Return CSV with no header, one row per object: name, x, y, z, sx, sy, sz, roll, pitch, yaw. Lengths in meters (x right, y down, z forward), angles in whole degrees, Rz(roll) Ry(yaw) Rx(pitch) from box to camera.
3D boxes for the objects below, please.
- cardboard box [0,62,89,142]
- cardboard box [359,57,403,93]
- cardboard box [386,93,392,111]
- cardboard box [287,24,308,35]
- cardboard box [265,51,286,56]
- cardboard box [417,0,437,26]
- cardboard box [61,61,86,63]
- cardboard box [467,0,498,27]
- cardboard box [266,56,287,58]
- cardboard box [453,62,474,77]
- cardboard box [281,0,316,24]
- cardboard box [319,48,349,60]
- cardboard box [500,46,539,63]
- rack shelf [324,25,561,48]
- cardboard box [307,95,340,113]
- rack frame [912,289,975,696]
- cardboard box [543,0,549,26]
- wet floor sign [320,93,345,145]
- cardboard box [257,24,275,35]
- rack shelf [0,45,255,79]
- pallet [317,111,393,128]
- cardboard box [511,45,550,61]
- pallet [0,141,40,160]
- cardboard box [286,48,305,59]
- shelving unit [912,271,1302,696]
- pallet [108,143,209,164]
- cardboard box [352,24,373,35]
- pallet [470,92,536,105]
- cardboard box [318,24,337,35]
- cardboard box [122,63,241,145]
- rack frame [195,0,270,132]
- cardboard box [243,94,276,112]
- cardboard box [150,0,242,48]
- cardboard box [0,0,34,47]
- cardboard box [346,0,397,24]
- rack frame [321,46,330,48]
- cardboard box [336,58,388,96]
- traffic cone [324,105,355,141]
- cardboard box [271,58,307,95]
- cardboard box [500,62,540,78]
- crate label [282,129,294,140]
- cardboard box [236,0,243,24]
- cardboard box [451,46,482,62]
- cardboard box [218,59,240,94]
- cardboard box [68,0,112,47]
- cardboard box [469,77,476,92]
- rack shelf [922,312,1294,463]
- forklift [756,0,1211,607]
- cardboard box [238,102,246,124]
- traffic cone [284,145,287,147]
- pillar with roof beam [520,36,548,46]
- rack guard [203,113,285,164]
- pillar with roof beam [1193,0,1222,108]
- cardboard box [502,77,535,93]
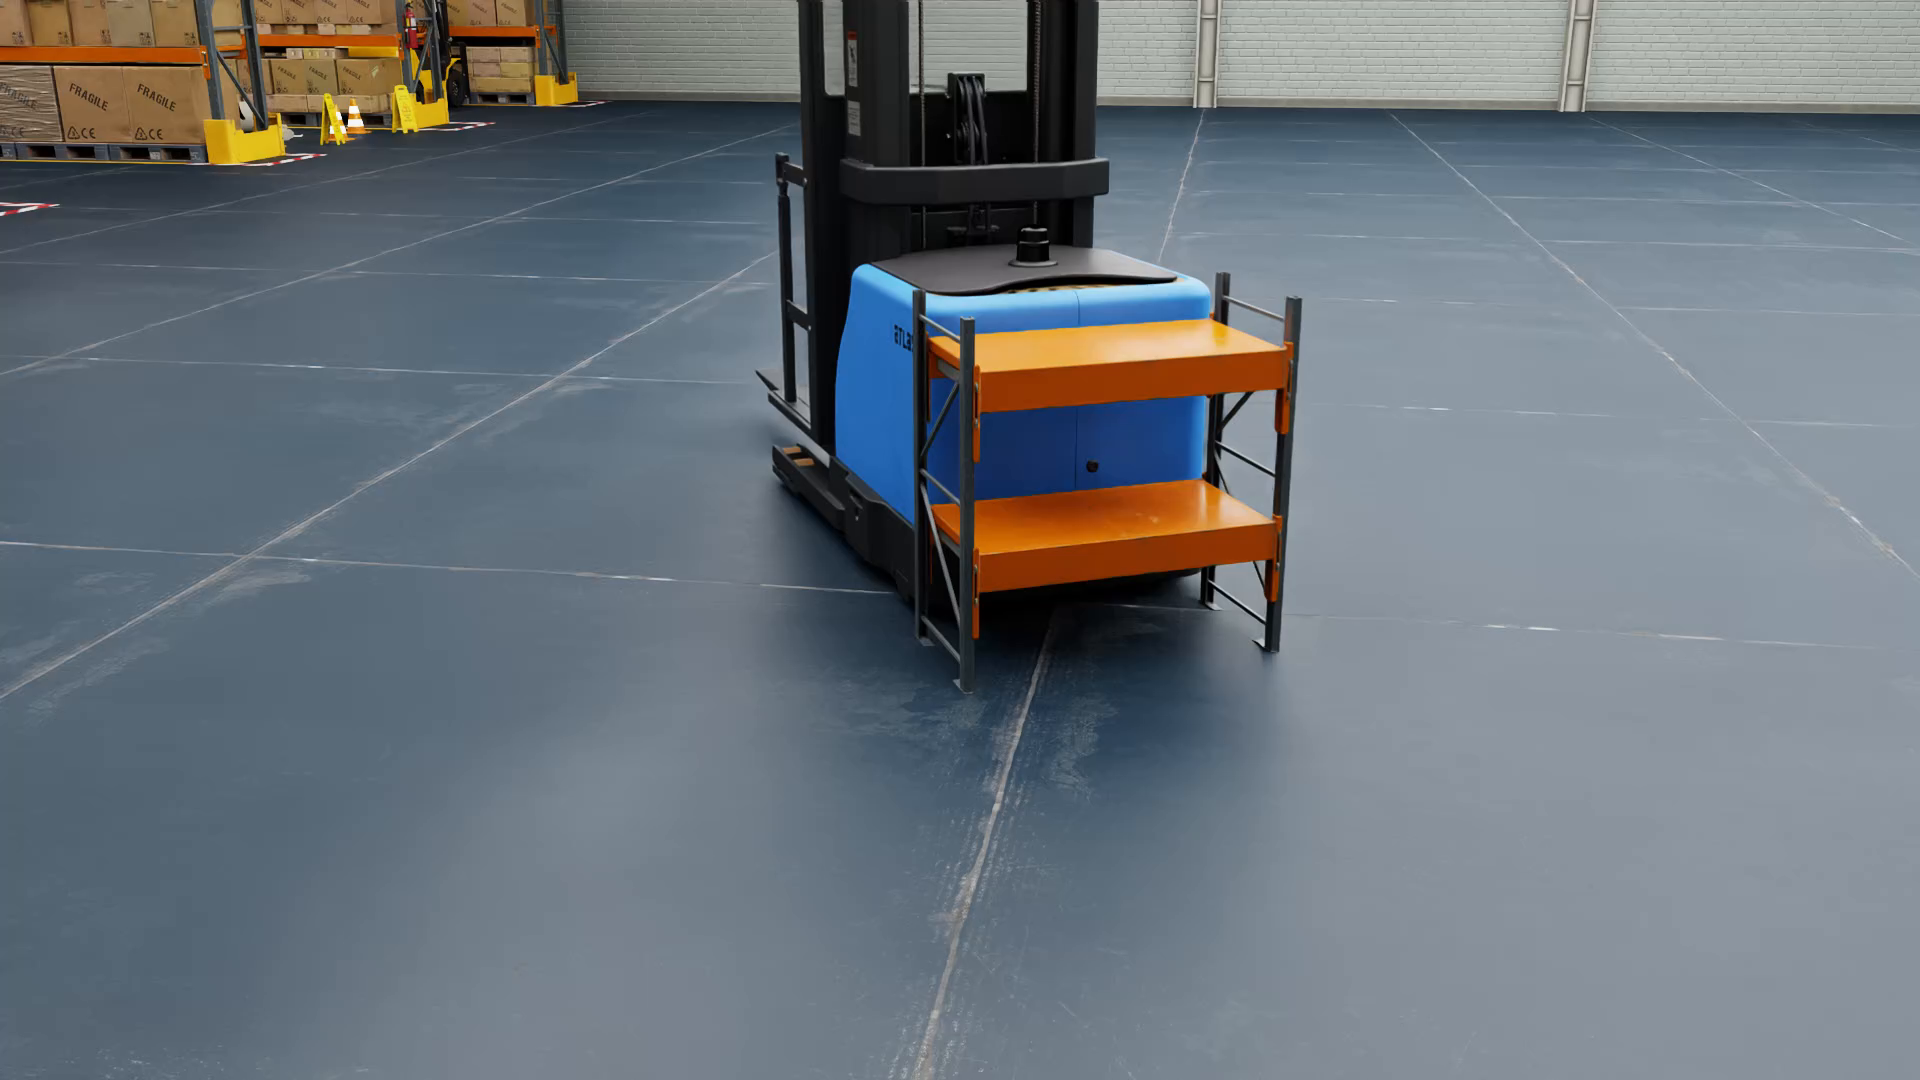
cardboard box,-11.032,-5.300,20.102,0.875,0.875,0.875,3,19,9
cardboard box,-8.674,-6.940,24.806,0.500,0.500,0.500,2,19,7
cardboard box,-8.650,-6.583,24.922,0.500,0.250,0.500,3,19,8
cardboard box,-9.575,-7.436,24.195,0.250,0.149,0.380,3,19,8
cardboard box,-12.345,-8.454,29.924,0.625,0.625,0.875,3,19,8
cardboard box,-9.157,-9.182,28.861,0.500,0.500,0.500,3,19,9
cardboard box,-15.957,-8.515,30.301,0.500,0.500,0.500,3,19,8
cardboard box,-8.152,-9.135,28.719,0.500,0.500,0.500,4,19,10
cardboard box,-10.214,-7.017,25.036,0.500,0.500,0.500,4,19,12
cardboard box,-8.651,-8.223,29.035,0.500,0.250,0.500,2,19,7
cardboard box,-9.464,-7.743,24.091,0.500,0.500,0.500,3,19,8
cardboard box,-9.103,-7.075,24.189,0.250,0.149,0.380,3,19,10
cardboard box,-7.618,-8.411,28.809,0.500,0.250,0.500,4,19,10
rack shelf,-9.089,-8.875,29.235,4.000,0.370,1.077,3,19,9
cardboard box,-9.249,-6.441,24.497,0.500,0.250,0.500,3,19,9
rack frame,-0.051,-0.149,4.975,0.032,1.125,0.500,-6,19,-18
cardboard box,-7.559,-9.275,29.139,0.500,0.500,0.500,4,19,10
wet floor sign,-8.240,-5.507,21.745,0.232,0.644,0.267,0,19,-1
cardboard box,-10.072,-7.455,24.253,0.250,0.149,0.380,3,19,8
rack shelf,-10.558,-5.764,19.937,4.000,0.370,1.077,3,19,9
pallet,-8.769,-6.294,24.781,1.213,0.211,1.003,3,19,9
cardboard box,-7.559,-8.569,29.281,0.500,0.250,0.500,3,19,8
pallet,-11.794,-4.821,20.379,1.213,0.211,1.003,3,19,9
cardboard box,-9.611,-7.103,24.271,0.250,0.149,0.380,4,19,11
shelving unit,0.431,-0.200,5.128,1.048,1.125,0.538,-6,19,-18
pallet,-9.385,-4.698,20.012,1.213,0.211,1.003,3,19,9
cardboard box,-8.569,-7.371,24.002,0.250,0.149,0.380,3,19,8
pallet,-7.876,-7.819,29.339,1.213,0.211,1.003,3,19,9
cardboard box,-9.077,-7.394,24.071,0.250,0.149,0.380,3,19,10
cardboard box,-9.263,-5.210,19.833,0.875,0.875,0.875,3,19,9
rack frame,-8.583,-6.005,19.522,0.127,3.000,1.000,3,19,9
cardboard box,-10.254,-6.494,24.655,0.500,0.250,0.500,3,19,8
cardboard box,-8.957,-6.080,19.512,0.550,0.550,0.875,3,19,9
cardboard box,-11.105,-6.178,19.803,0.550,0.550,0.875,3,19,9
cardboard box,-8.477,-7.690,23.933,0.500,0.500,0.500,3,19,8
rack frame,-11.063,-9.317,29.422,0.127,3.000,1.000,3,19,9
cardboard box,-8.730,-6.770,24.299,0.500,0.500,0.500,3,19,9
traffic cone,-8.367,-5.610,22.341,0.334,0.463,0.336,3,19,9
cardboard box,-9.743,-6.823,24.457,0.500,0.500,0.500,2,19,7
cardboard box,-7.644,-8.175,28.891,0.500,0.250,0.500,3,19,8
crate label,-9.153,-5.476,22.453,0.298,0.136,0.250,-7,20,-20
cardboard box,-10.464,-7.794,24.242,0.500,0.500,0.500,3,19,8
cardboard box,-8.623,-8.457,28.946,0.500,0.250,0.500,3,19,9
cardboard box,-10.777,-6.875,24.613,0.500,0.500,0.500,4,19,11
cardboard box,-10.036,-6.169,19.776,0.550,0.550,0.875,3,19,9
cardboard box,-8.610,-7.992,29.132,0.500,0.250,0.500,3,19,9
rack shelf,0.431,-0.478,5.035,1.000,0.278,0.538,-6,19,-18
forklift,-0.146,-1.600,6.465,1.130,2.935,3.031,-7,20,-19
cardboard box,-10.034,-5.672,22.462,0.637,0.503,0.797,-11,21,-29
traffic cone,-8.882,-5.273,21.334,0.334,0.463,0.336,3,19,9
pillar with roof beam,-8.341,-10.930,24.786,0.400,9.000,9.100,3,19,9
rack guard,-8.559,-4.818,19.915,0.348,0.500,1.175,3,19,9
pillar with roof beam,3.507,-10.326,22.981,0.400,9.000,9.100,3,19,9
cardboard box,-7.628,-7.936,28.965,0.500,0.250,0.500,3,19,9
